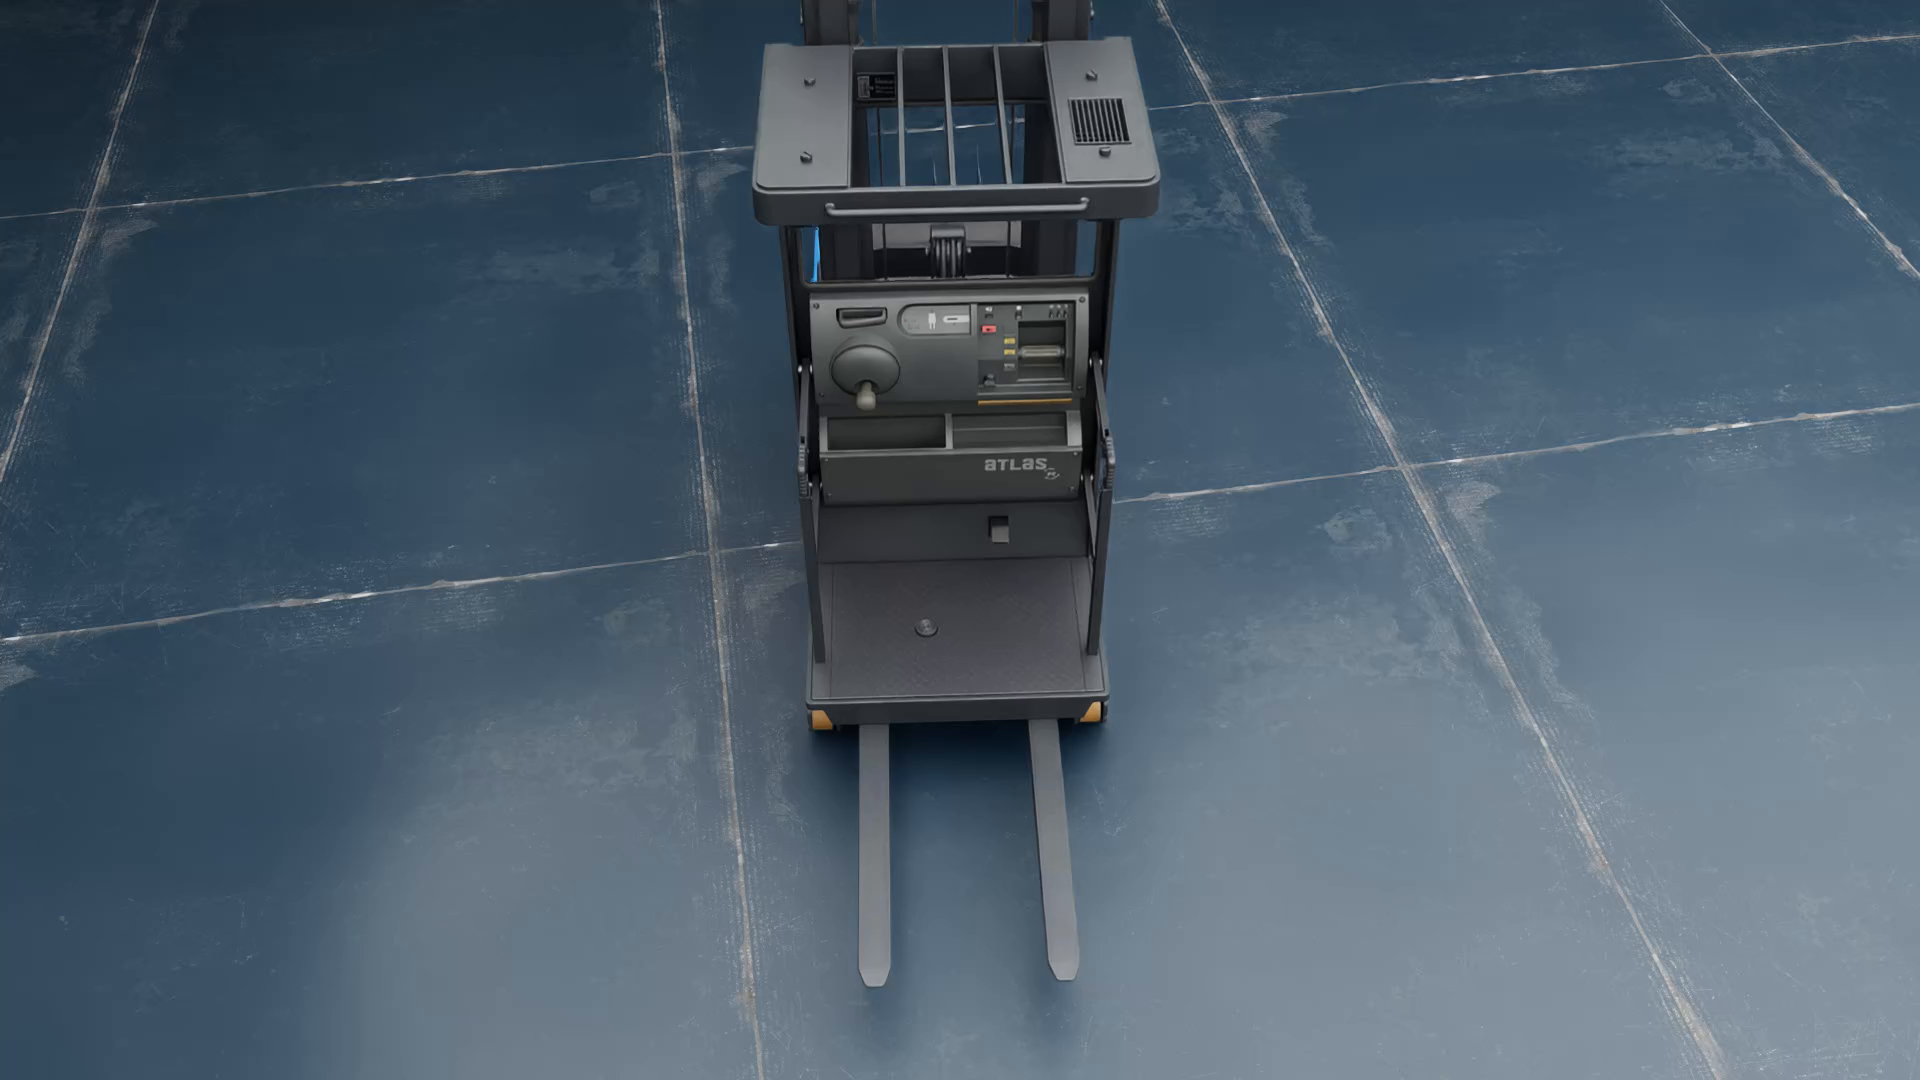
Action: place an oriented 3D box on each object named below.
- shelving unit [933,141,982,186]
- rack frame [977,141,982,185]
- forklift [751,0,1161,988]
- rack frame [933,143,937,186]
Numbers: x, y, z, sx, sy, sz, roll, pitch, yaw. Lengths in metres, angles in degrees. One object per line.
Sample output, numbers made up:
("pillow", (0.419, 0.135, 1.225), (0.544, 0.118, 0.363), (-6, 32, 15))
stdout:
("shelving unit", (-0.011, -1.139, 7.208), (0.189, 1.200, 0.258), (-3, 46, -2))
("rack frame", (0.080, -1.143, 7.212), (0.006, 1.200, 0.240), (-3, 46, -2))
("forklift", (-0.023, -0.544, 5.432), (1.130, 2.935, 3.031), (-2, 46, -1))
("rack frame", (-0.102, -1.135, 7.204), (0.006, 1.200, 0.240), (-3, 46, -2))
